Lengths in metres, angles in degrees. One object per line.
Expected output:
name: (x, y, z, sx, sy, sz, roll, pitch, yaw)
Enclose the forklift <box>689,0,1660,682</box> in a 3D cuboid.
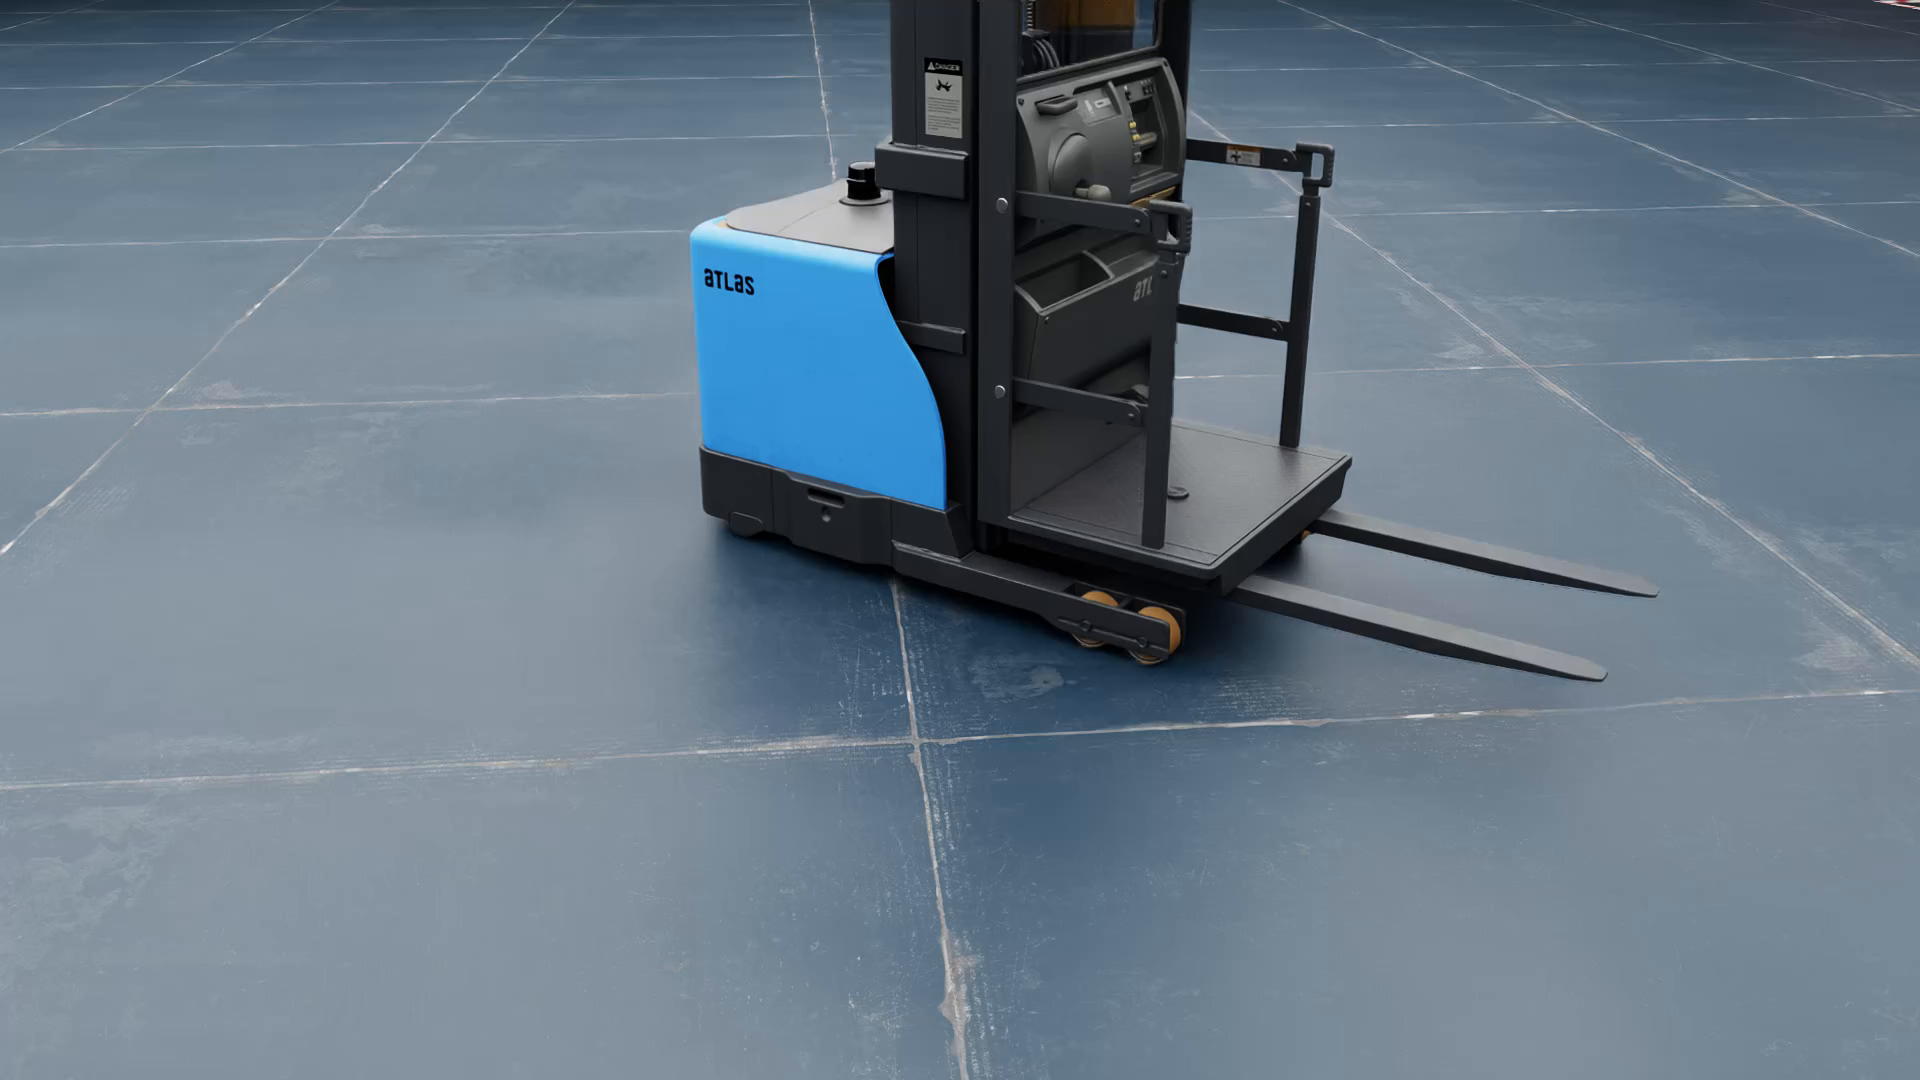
forklift: (0.609, -1.218, 4.882, 3.031, 2.935, 1.130, 15, 28, 30)
